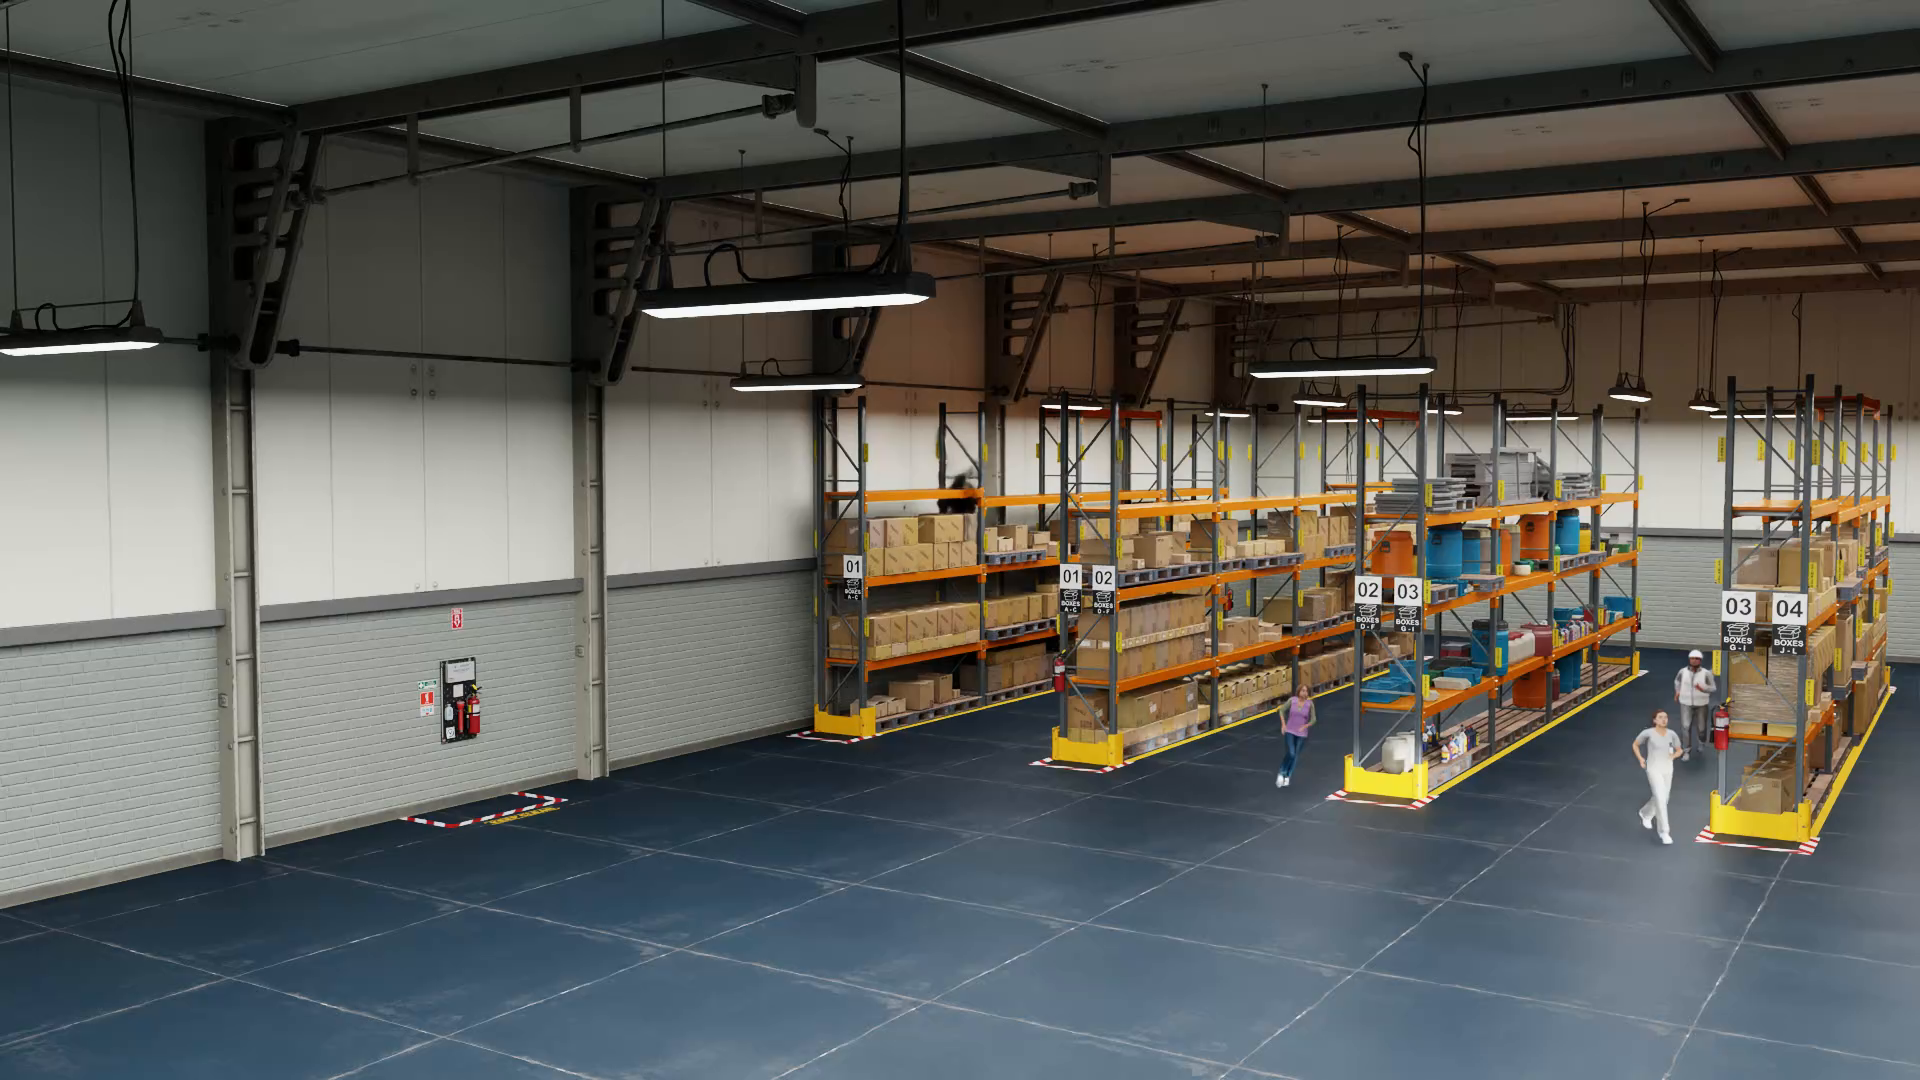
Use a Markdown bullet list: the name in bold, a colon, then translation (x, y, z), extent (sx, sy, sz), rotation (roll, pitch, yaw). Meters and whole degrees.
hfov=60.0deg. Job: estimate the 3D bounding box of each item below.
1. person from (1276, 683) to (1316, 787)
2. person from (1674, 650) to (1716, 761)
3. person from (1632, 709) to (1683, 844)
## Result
- **person**: translation (5.019, 2.914, 24.826), extent (0.574, 1.559, 0.579), rotation (0, 3, 3)
- **person**: translation (11.960, 2.671, 27.087), extent (0.656, 1.758, 0.970), rotation (2, 3, 30)
- **person**: translation (9.122, 3.037, 21.667), extent (0.581, 1.680, 0.892), rotation (0, 3, -7)
